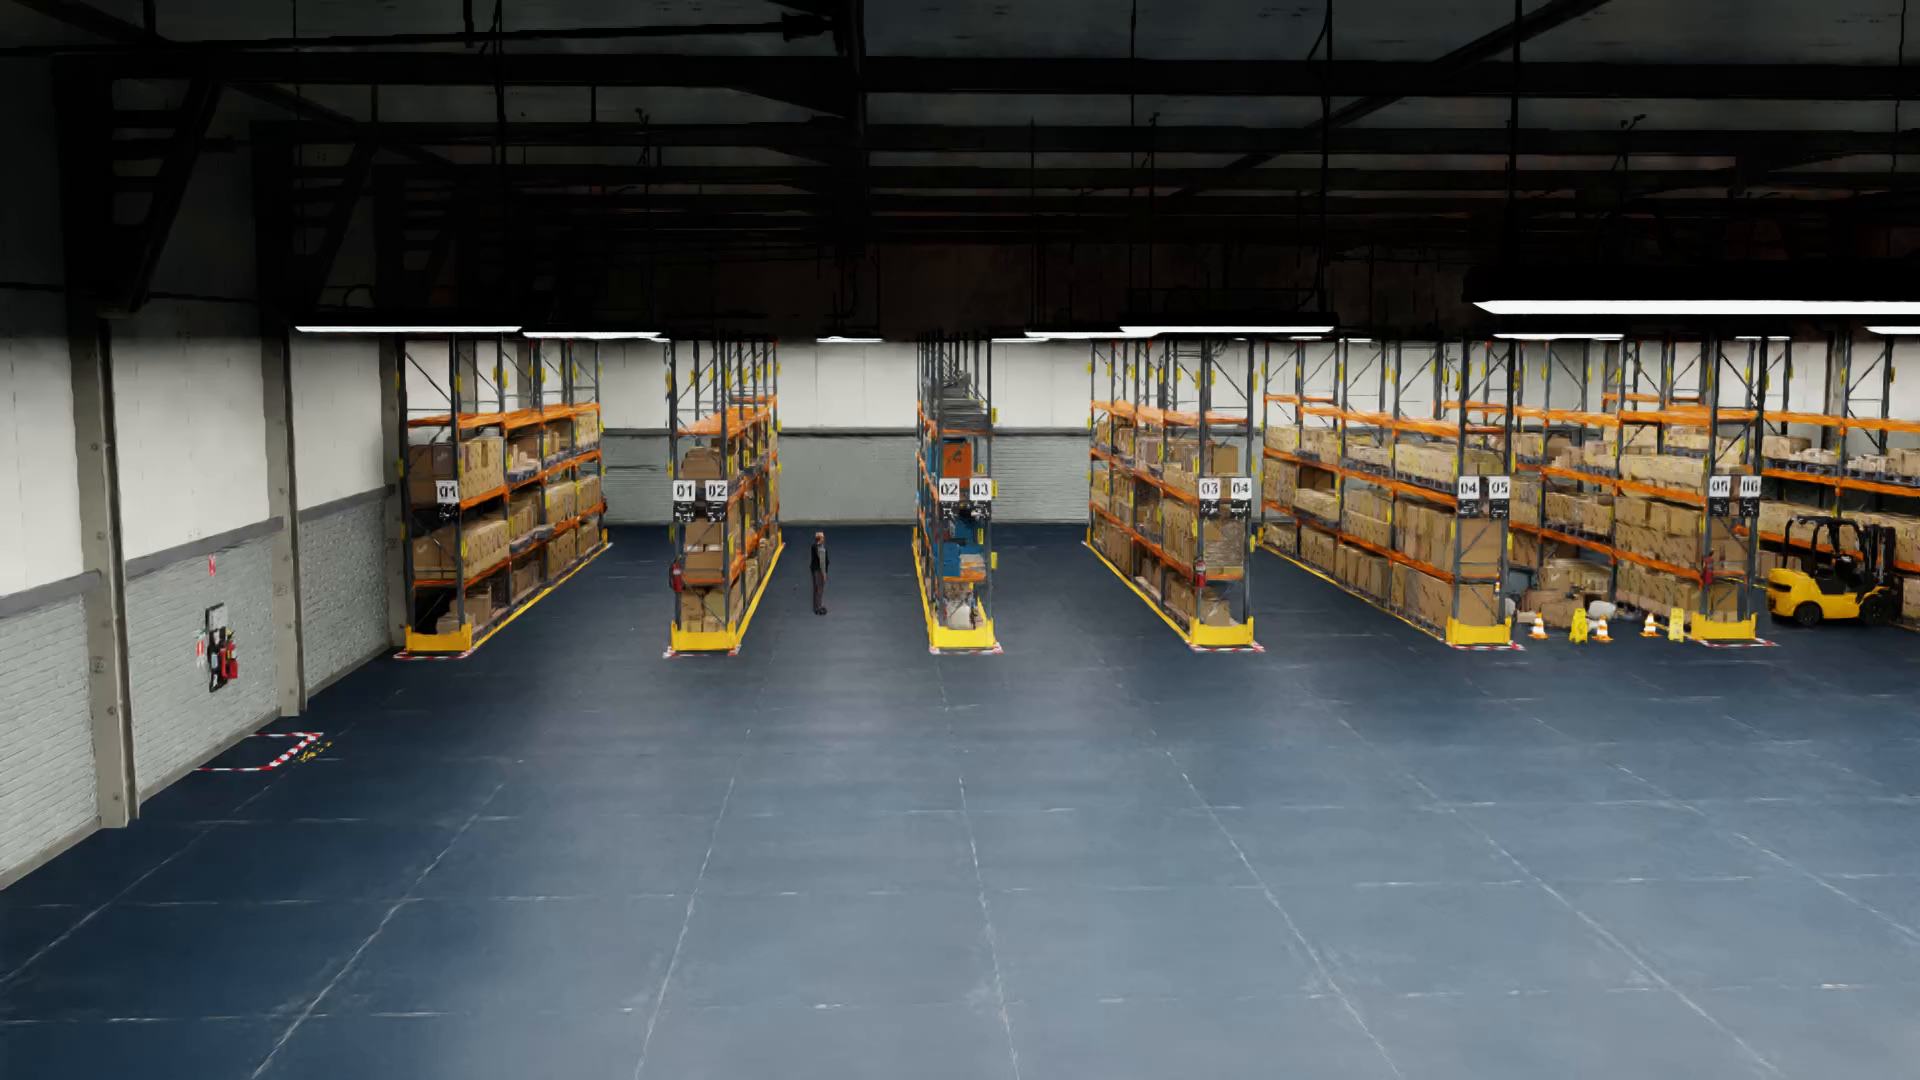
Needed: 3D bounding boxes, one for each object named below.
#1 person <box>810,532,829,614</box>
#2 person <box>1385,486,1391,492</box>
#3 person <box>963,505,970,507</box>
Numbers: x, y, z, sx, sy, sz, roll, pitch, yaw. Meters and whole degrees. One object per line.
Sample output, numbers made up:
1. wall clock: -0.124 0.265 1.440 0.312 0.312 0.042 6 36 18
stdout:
1. person: -2.975 0.682 35.386 0.401 1.726 0.627 -3 7 -23
2. person: 13.324 -1.111 51.094 0.695 1.642 0.609 -6 9 -43
3. person: 0.176 -0.673 46.590 0.392 1.787 0.700 2 7 15
